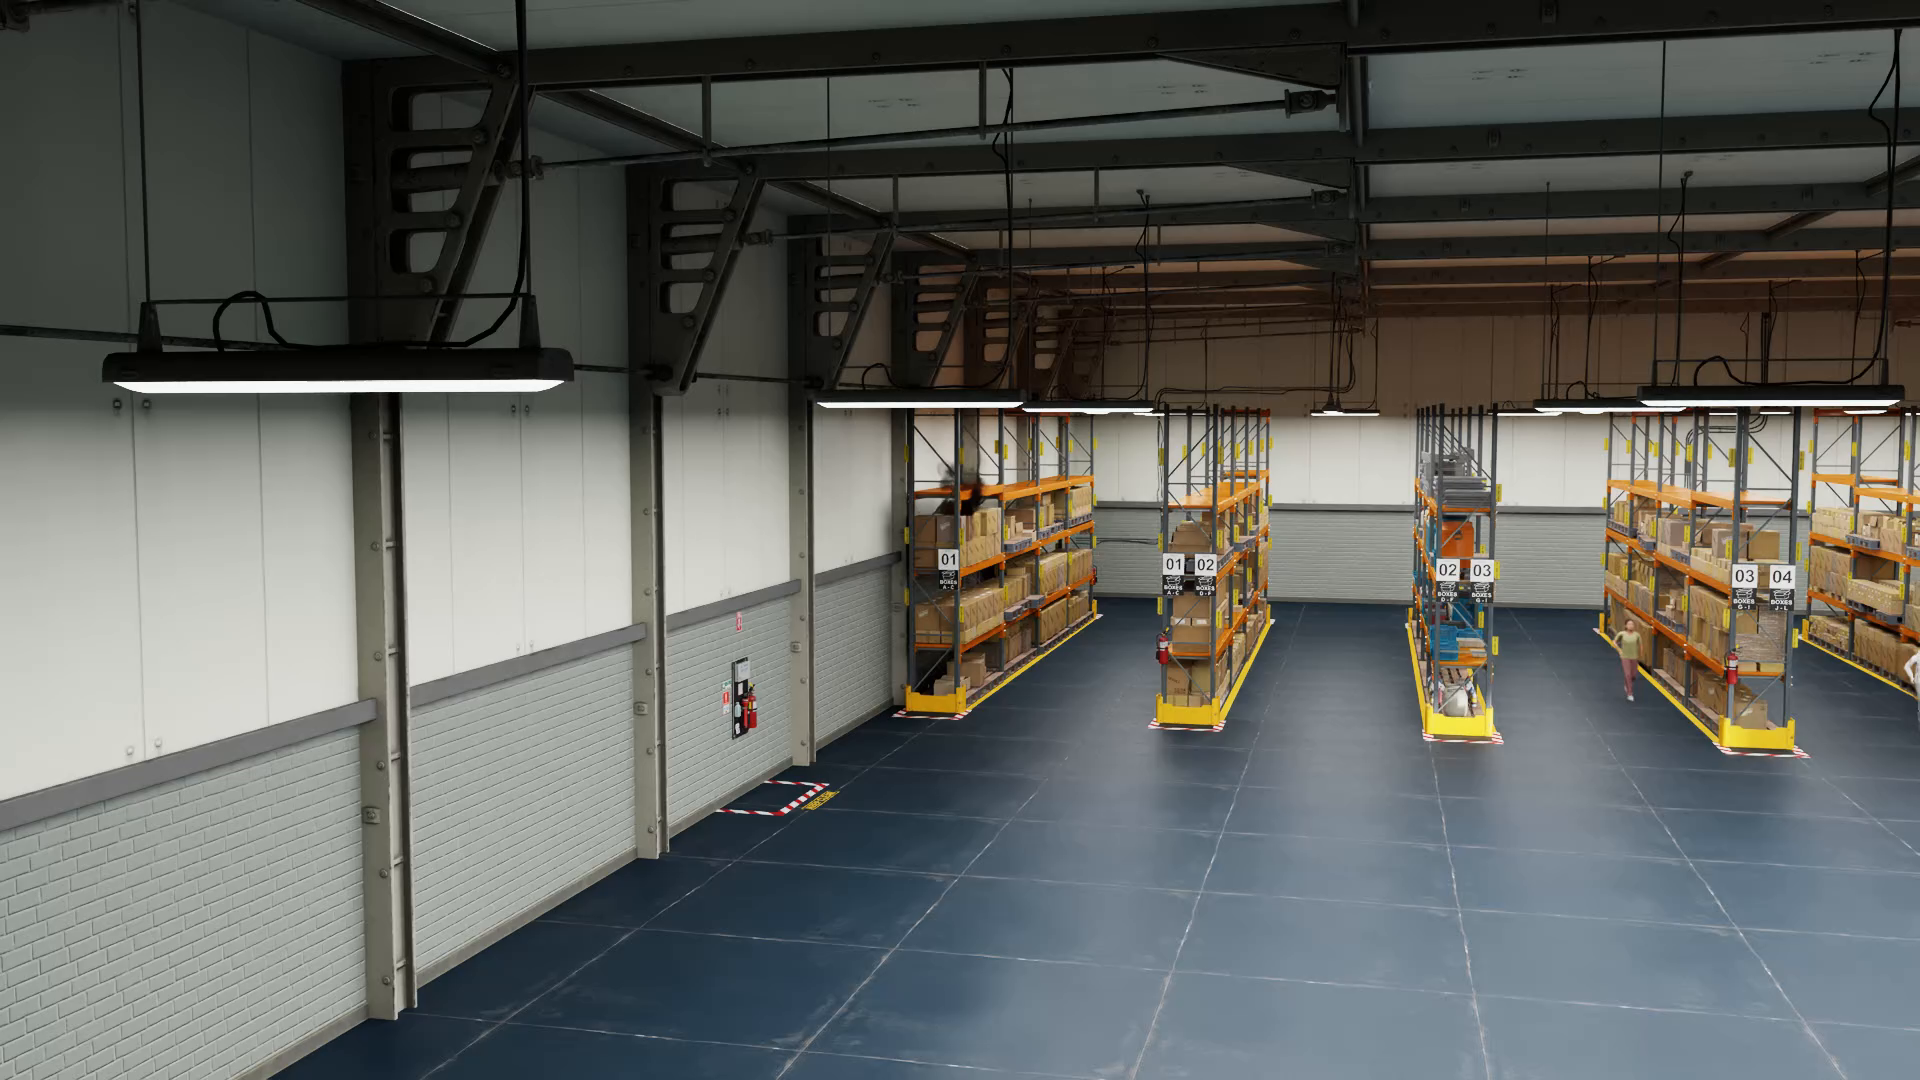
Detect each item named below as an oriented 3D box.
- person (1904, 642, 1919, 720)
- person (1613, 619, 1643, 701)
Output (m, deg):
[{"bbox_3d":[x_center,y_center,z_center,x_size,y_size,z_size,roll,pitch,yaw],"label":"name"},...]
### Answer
[{"bbox_3d":[17.747,2.649,30.596,0.610,1.669,0.856,1,4,13],"label":"person"},{"bbox_3d":[13.712,2.431,34.124,0.580,1.649,0.747,1,4,9],"label":"person"}]
